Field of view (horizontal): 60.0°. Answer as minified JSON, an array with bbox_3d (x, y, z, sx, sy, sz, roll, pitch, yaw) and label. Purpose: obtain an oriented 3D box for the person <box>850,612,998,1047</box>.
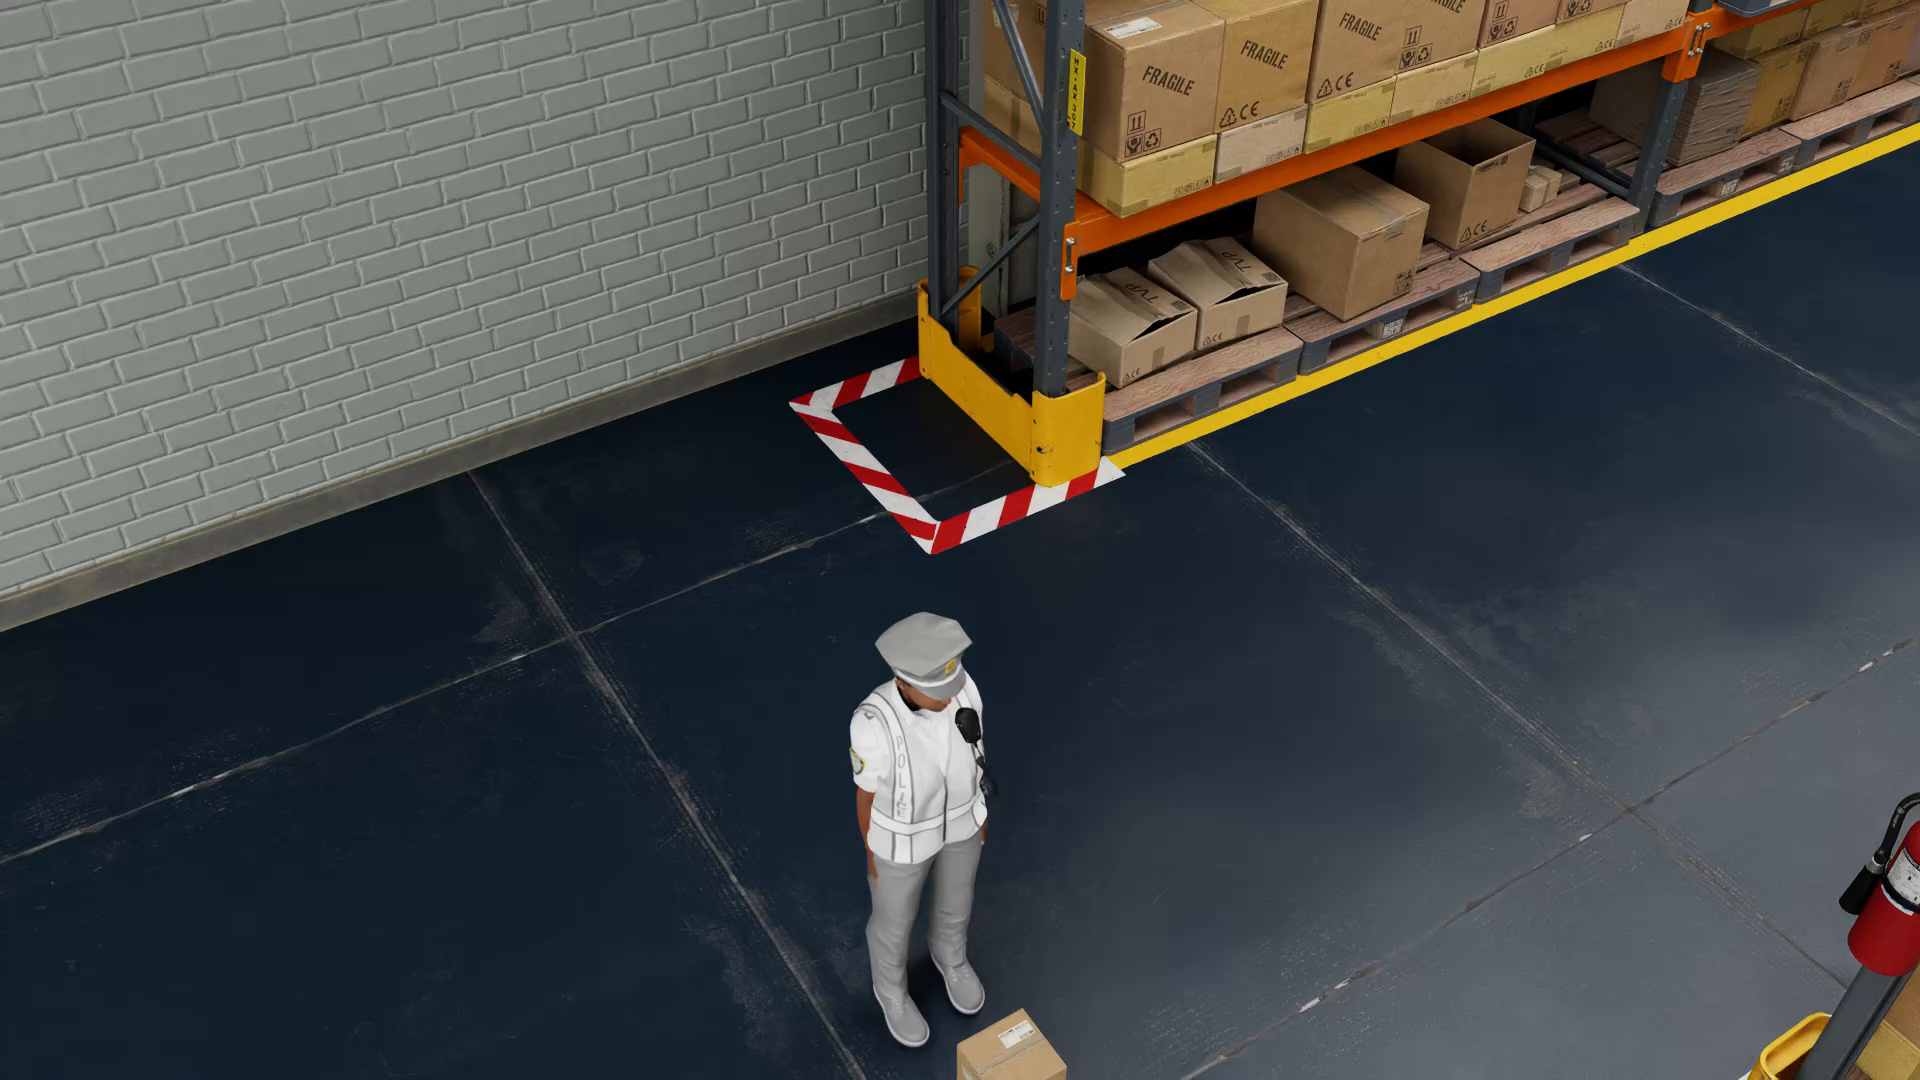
[{"bbox_3d":[-0.093,0.898,5.115,0.443,1.668,0.355,-22,46,-23],"label":"person"}]
